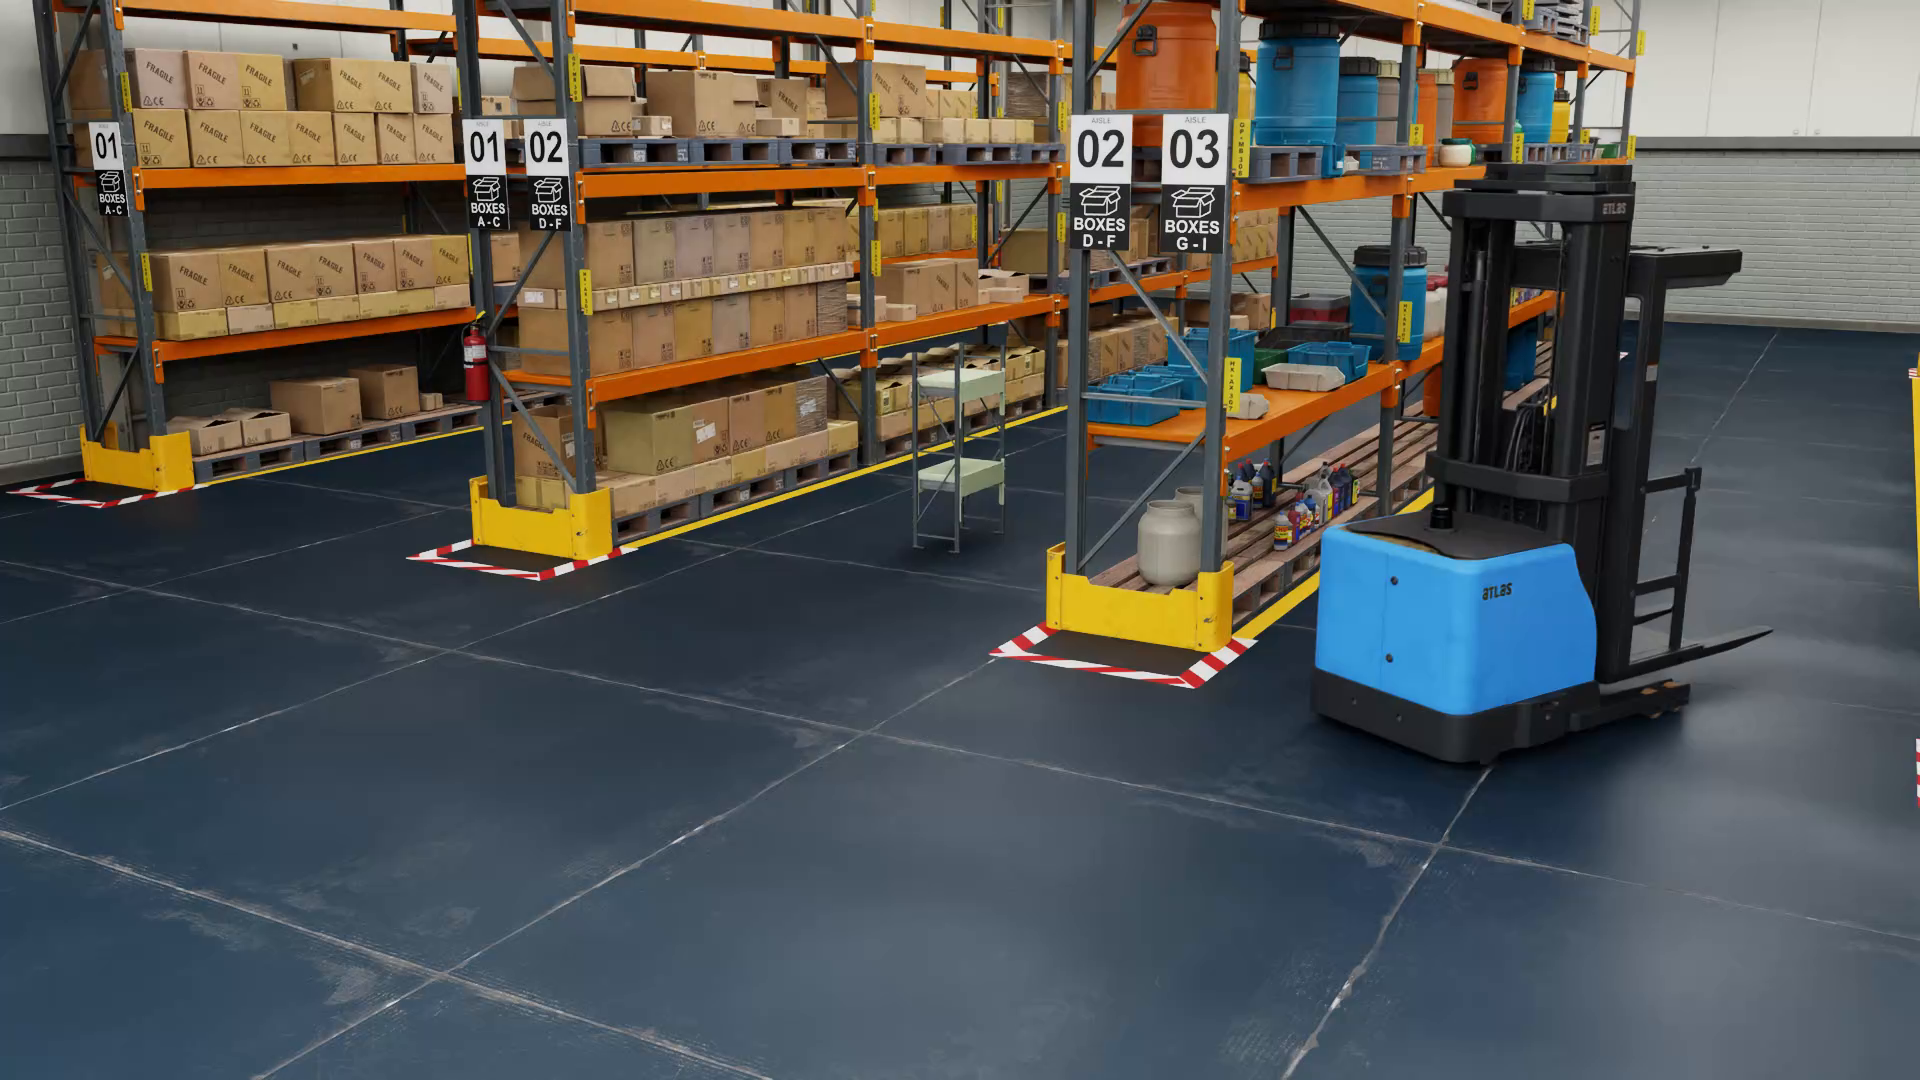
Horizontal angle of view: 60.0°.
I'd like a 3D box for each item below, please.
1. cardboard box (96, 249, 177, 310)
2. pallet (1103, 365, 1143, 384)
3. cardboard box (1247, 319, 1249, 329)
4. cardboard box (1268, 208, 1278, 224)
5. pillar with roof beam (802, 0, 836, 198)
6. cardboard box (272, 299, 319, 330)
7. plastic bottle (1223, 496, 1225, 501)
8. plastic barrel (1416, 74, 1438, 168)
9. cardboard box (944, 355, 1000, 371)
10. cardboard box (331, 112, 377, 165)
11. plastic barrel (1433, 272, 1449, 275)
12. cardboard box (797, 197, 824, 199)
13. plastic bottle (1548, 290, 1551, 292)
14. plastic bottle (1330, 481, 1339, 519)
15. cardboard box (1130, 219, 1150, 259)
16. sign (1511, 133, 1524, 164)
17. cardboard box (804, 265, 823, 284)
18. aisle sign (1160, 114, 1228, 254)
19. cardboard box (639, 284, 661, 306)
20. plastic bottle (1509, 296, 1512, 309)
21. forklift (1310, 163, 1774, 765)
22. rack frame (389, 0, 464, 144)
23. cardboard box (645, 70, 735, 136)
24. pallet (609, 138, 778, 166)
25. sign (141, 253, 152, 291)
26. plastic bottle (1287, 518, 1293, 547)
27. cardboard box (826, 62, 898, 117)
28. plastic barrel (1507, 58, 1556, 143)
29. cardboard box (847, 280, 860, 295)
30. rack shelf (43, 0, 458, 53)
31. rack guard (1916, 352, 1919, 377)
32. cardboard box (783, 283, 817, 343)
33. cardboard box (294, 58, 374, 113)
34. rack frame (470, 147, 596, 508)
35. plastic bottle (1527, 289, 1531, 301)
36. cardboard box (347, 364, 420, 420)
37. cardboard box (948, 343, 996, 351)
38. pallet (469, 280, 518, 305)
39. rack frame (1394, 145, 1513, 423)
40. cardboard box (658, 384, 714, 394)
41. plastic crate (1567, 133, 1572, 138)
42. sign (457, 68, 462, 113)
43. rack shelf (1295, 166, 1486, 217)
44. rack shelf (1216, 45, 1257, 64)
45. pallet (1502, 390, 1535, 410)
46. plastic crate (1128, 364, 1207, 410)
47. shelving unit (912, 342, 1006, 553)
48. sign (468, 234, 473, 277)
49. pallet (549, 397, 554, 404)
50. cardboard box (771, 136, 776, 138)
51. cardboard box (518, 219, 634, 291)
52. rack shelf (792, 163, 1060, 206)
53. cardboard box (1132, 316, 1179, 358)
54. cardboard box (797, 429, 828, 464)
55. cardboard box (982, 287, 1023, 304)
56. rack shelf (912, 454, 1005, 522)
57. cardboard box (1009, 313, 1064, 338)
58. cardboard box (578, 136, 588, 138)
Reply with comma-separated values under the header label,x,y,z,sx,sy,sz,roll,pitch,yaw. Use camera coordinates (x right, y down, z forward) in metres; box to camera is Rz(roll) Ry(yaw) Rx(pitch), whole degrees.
label,x,y,z,sx,sy,sz,roll,pitch,yaw
cardboard box,-7.499,-2.390,15.224,0.500,0.500,0.500,7,15,27
pallet,1.649,-2.091,21.258,1.003,0.211,1.213,7,15,28
cardboard box,4.210,-3.314,25.487,0.380,0.166,0.250,7,15,28
cardboard box,4.557,-5.102,25.450,0.500,0.500,0.500,7,15,28
pillar with roof beam,1.610,-7.100,23.284,9.100,9.000,0.400,7,15,28
cardboard box,-6.537,-2.181,15.957,0.500,0.250,0.500,7,15,27
plastic bottle,1.925,-0.310,12.631,0.144,0.351,0.185,8,16,30
plastic barrel,4.095,-3.876,15.393,0.600,0.830,0.708,7,15,28
cardboard box,0.135,-1.843,18.052,0.500,0.311,0.500,7,15,28
cardboard box,-6.126,-3.953,16.375,0.500,0.500,0.500,7,15,26
plastic barrel,4.688,-2.306,15.959,0.421,0.512,0.421,0,14,0
cardboard box,-2.191,-4.932,24.602,0.500,0.250,0.500,8,16,30
plastic bottle,6.953,-3.081,19.660,0.061,0.283,0.133,7,15,28
plastic bottle,2.871,-0.317,12.806,0.061,0.283,0.133,9,16,32
cardboard box,2.173,-4.050,22.324,0.700,0.500,0.500,2,14,9
sign,5.484,-3.833,16.356,0.100,0.325,0.005,7,15,28
cardboard box,-1.459,-2.407,15.022,0.380,0.149,0.250,7,15,26
aisle sign,1.353,-2.061,9.637,0.394,0.787,0.004,7,15,28
cardboard box,-2.578,-1.933,13.054,0.380,0.149,0.250,7,15,28
plastic bottle,5.819,-2.599,17.665,0.061,0.283,0.133,7,15,28
forklift,3.398,-0.548,9.054,3.031,2.935,1.130,-9,16,-33
rack frame,-5.608,-5.705,17.497,1.000,3.000,0.127,7,15,28
cardboard box,-2.161,-3.496,13.327,0.500,0.500,0.500,7,15,28
pallet,-2.250,-3.216,13.762,1.003,0.211,1.213,7,15,28
sign,-7.066,-2.327,14.440,0.100,0.325,0.005,7,15,28
plastic bottle,2.331,-0.057,11.901,0.097,0.201,0.097,0,14,0
cardboard box,-0.937,-4.304,15.911,0.500,0.500,0.500,8,15,29
plastic barrel,6.241,-4.846,18.368,0.600,0.901,0.708,7,15,28
cardboard box,-1.941,-3.441,24.597,0.750,0.750,0.750,8,15,29
rack shelf,-6.574,-4.943,15.880,1.077,0.370,4.000,7,15,28
rack guard,13.213,-2.357,21.742,1.175,0.500,0.348,7,15,28
cardboard box,-1.728,-2.076,15.031,0.700,0.500,0.500,7,15,27
cardboard box,-6.111,-4.436,16.243,0.500,0.500,0.500,7,15,26
rack frame,-3.203,-1.407,12.471,1.000,3.000,0.127,7,15,28
plastic bottle,6.355,-2.827,18.608,0.061,0.283,0.133,7,15,28
cardboard box,-6.074,-1.570,17.539,0.500,0.500,0.500,6,15,24
cardboard box,0.154,-2.115,19.179,0.500,0.311,0.500,8,16,30
pallet,-5.111,-2.836,18.805,1.003,0.211,1.213,7,15,28
rack frame,4.999,-2.487,16.948,1.000,3.000,0.127,7,15,28
cardboard box,-2.491,-1.092,14.535,0.500,0.500,0.500,7,15,28
plastic crate,7.887,-5.274,22.241,0.504,0.338,0.767,7,15,28
sign,-3.671,-3.322,12.292,0.100,0.325,0.005,7,15,28
rack shelf,4.032,-3.185,14.979,1.077,0.370,4.000,7,15,28
rack shelf,3.565,-6.845,23.767,1.077,0.370,4.000,7,15,28
pallet,5.934,-1.547,19.000,1.003,0.211,1.213,7,15,28
plastic crate,1.430,-1.042,11.274,0.499,0.251,0.408,7,15,28
shelving unit,-0.003,-0.728,12.852,0.431,1.500,0.755,7,15,28
sign,-3.671,-2.150,12.575,0.100,0.325,0.005,7,15,28
pallet,-4.644,-1.844,20.232,1.003,0.211,1.213,7,15,28
cardboard box,-2.772,-5.765,22.996,0.700,0.500,0.500,7,15,28
cardboard box,-2.941,-2.192,12.744,0.700,0.500,0.500,7,15,28
rack shelf,-0.302,-3.747,17.310,1.077,0.370,4.000,7,15,28
cardboard box,2.610,-2.734,22.370,0.500,0.500,0.500,7,15,28
cardboard box,-1.553,-0.874,15.230,0.500,0.250,0.500,7,15,28
cardboard box,0.471,-2.711,18.414,0.380,0.149,0.250,7,15,28
rack shelf,-0.003,-0.411,12.929,0.431,0.370,0.720,7,15,28
cardboard box,0.935,-2.642,20.389,0.500,0.250,0.500,8,16,30
cardboard box,-4.677,-4.856,19.265,0.500,0.500,0.500,7,15,26
